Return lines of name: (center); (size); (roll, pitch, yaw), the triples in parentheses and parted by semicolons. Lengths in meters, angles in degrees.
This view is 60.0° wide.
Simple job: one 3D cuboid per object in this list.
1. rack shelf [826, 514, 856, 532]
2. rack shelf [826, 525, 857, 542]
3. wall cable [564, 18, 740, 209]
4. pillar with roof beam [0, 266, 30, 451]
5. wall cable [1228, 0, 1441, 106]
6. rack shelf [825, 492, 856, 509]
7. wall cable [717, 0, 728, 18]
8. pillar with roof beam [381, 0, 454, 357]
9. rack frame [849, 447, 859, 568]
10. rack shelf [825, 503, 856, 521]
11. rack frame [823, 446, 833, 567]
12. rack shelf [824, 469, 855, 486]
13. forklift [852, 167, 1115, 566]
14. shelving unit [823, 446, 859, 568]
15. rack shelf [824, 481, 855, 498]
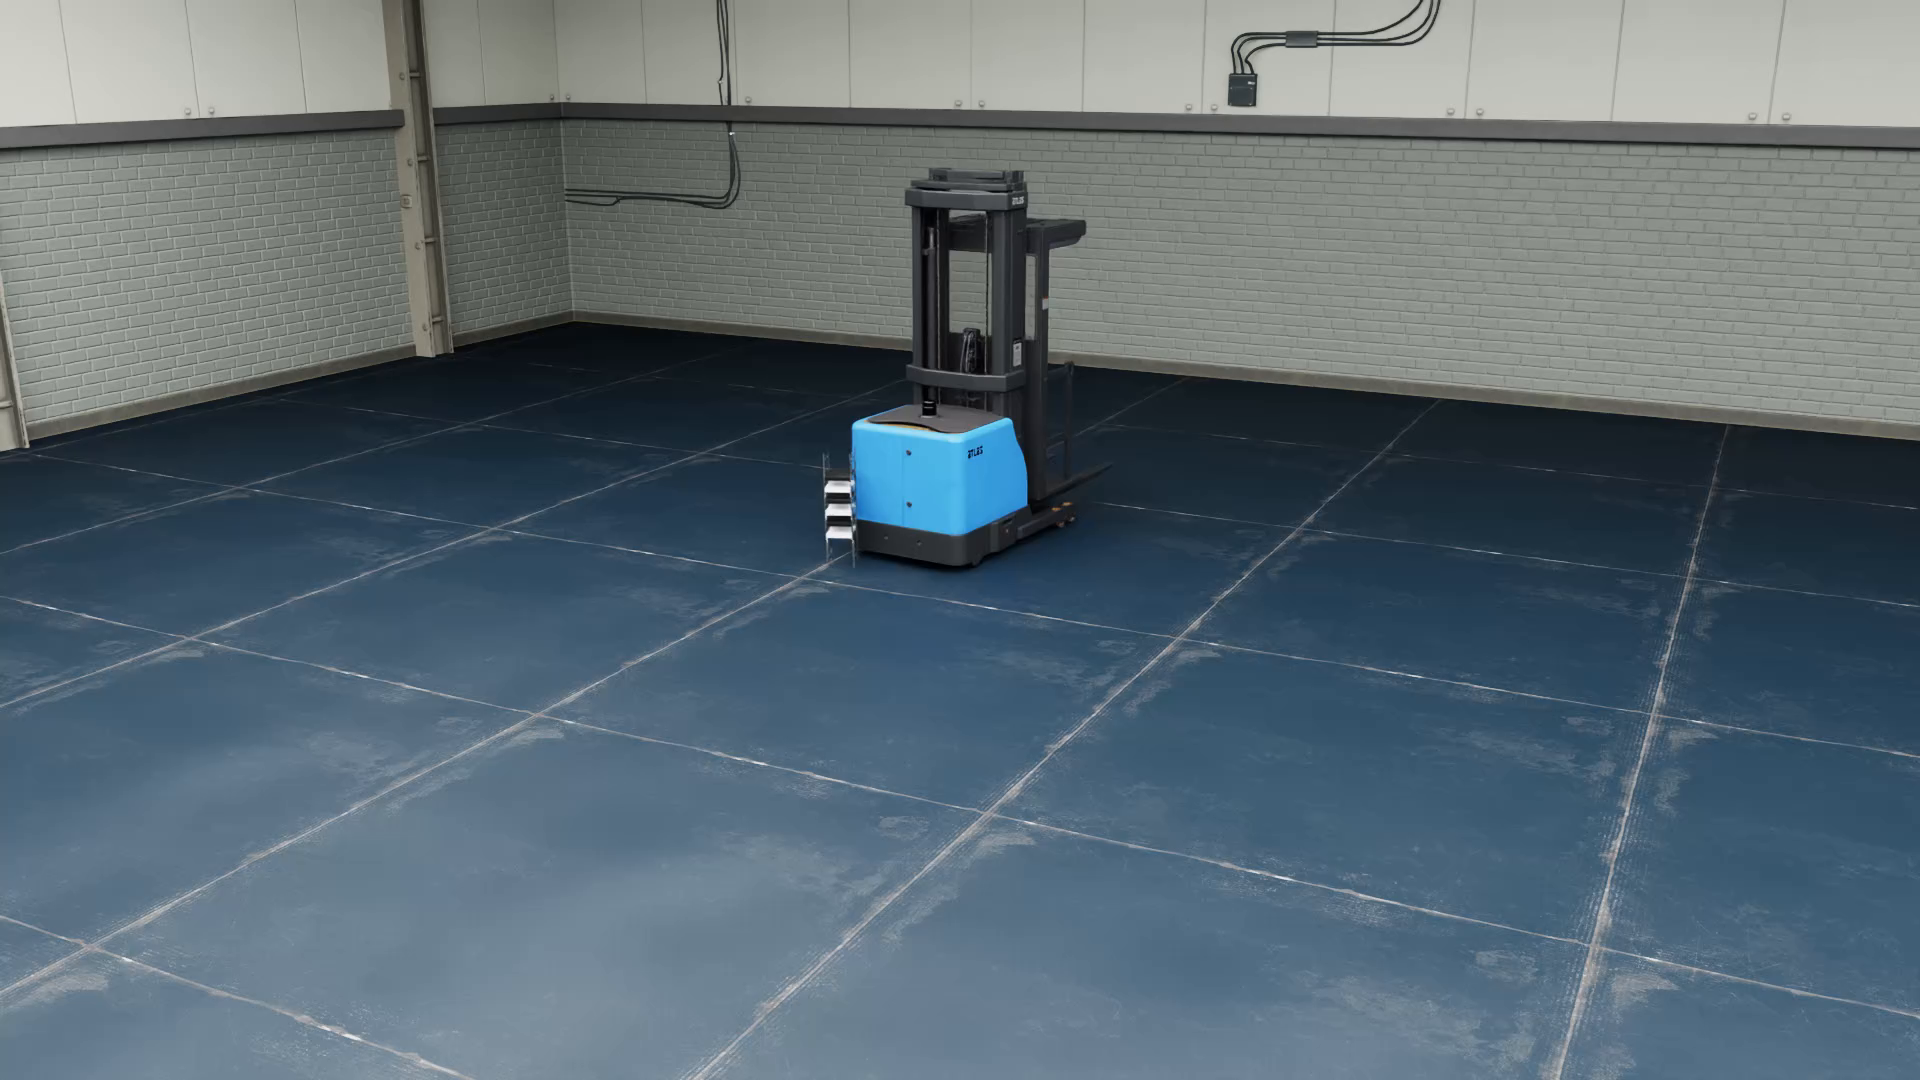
rack shelf: (-0.914, -0.135, 12.827); (0.200, 0.077, 0.258); (1, 17, 6)
rack shelf: (-0.913, -0.049, 12.853); (0.200, 0.077, 0.258); (1, 17, 6)
wall cable: (-4.359, -5.836, 22.821); (3.097, 2.526, 0.112); (8, 18, 25)
pillar with roof beam: (-5.688, -4.666, 13.430); (9.100, 9.000, 0.400); (8, 18, 25)
wall cable: (4.127, -7.743, 17.815); (2.305, 6.003, 0.169); (8, 18, 25)
rack shelf: (-0.916, -0.308, 12.776); (0.200, 0.077, 0.258); (1, 17, 6)
wall cable: (-1.939, -7.913, 20.944); (3.097, 2.526, 0.112); (8, 18, 25)
pillar with roof beam: (-3.007, -6.195, 18.575); (9.100, 9.000, 0.400); (8, 18, 25)
rack frame: (-0.814, -0.252, 12.782); (0.006, 0.900, 0.240); (1, 17, 6)
rack shelf: (-0.915, -0.222, 12.802); (0.200, 0.077, 0.258); (1, 17, 6)
rack frame: (-1.017, -0.255, 12.802); (0.006, 0.900, 0.240); (1, 17, 6)
rack shelf: (-0.919, -0.480, 12.725); (0.200, 0.077, 0.258); (1, 17, 6)
forklift: (0.339, -1.574, 13.675); (1.130, 2.935, 3.031); (10, 19, 30)
shelving unit: (-0.916, -0.253, 12.792); (0.210, 0.900, 0.258); (1, 17, 6)
rack shelf: (-0.918, -0.394, 12.751); (0.200, 0.077, 0.258); (1, 17, 6)
